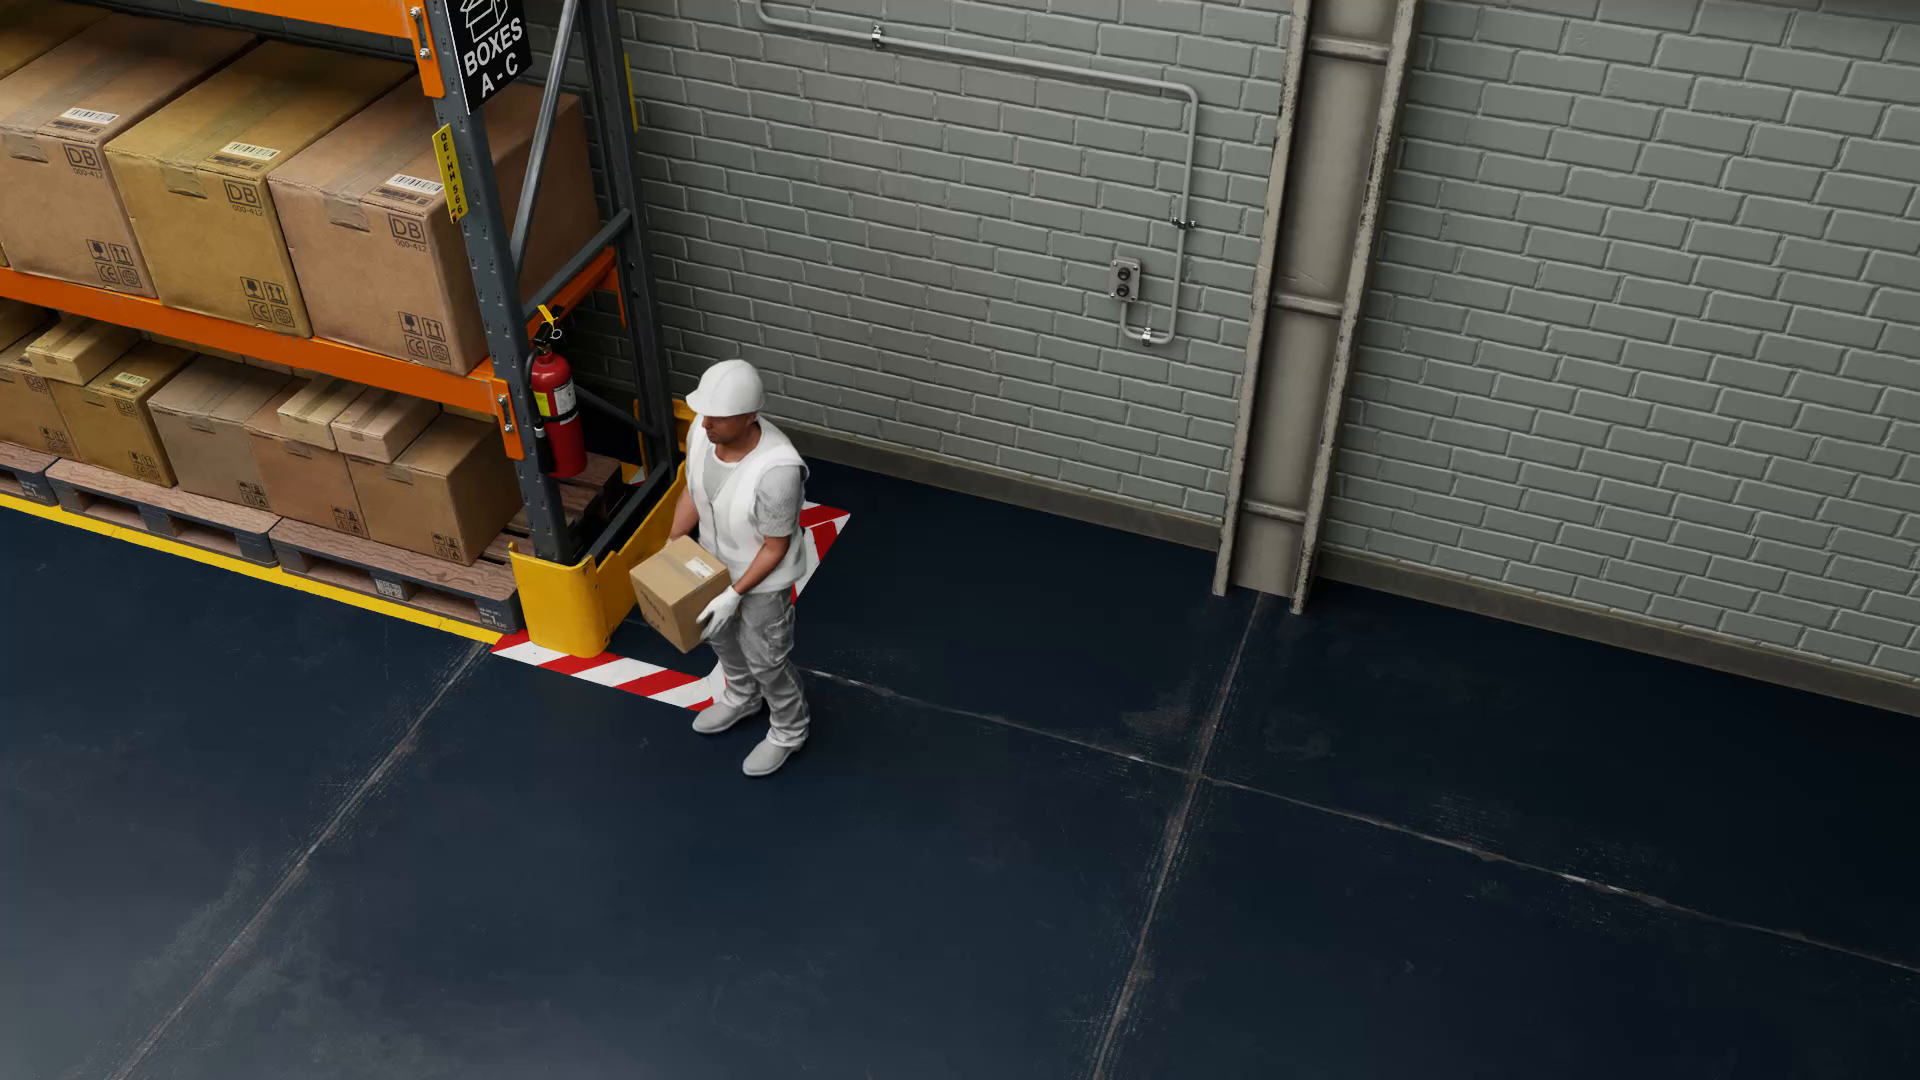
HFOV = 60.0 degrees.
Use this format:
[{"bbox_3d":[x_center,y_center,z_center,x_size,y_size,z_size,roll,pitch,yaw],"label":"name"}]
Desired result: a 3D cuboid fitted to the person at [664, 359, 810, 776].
[{"bbox_3d":[-0.820,0.128,5.993,0.520,1.789,0.542,-32,50,-31],"label":"person"}]
